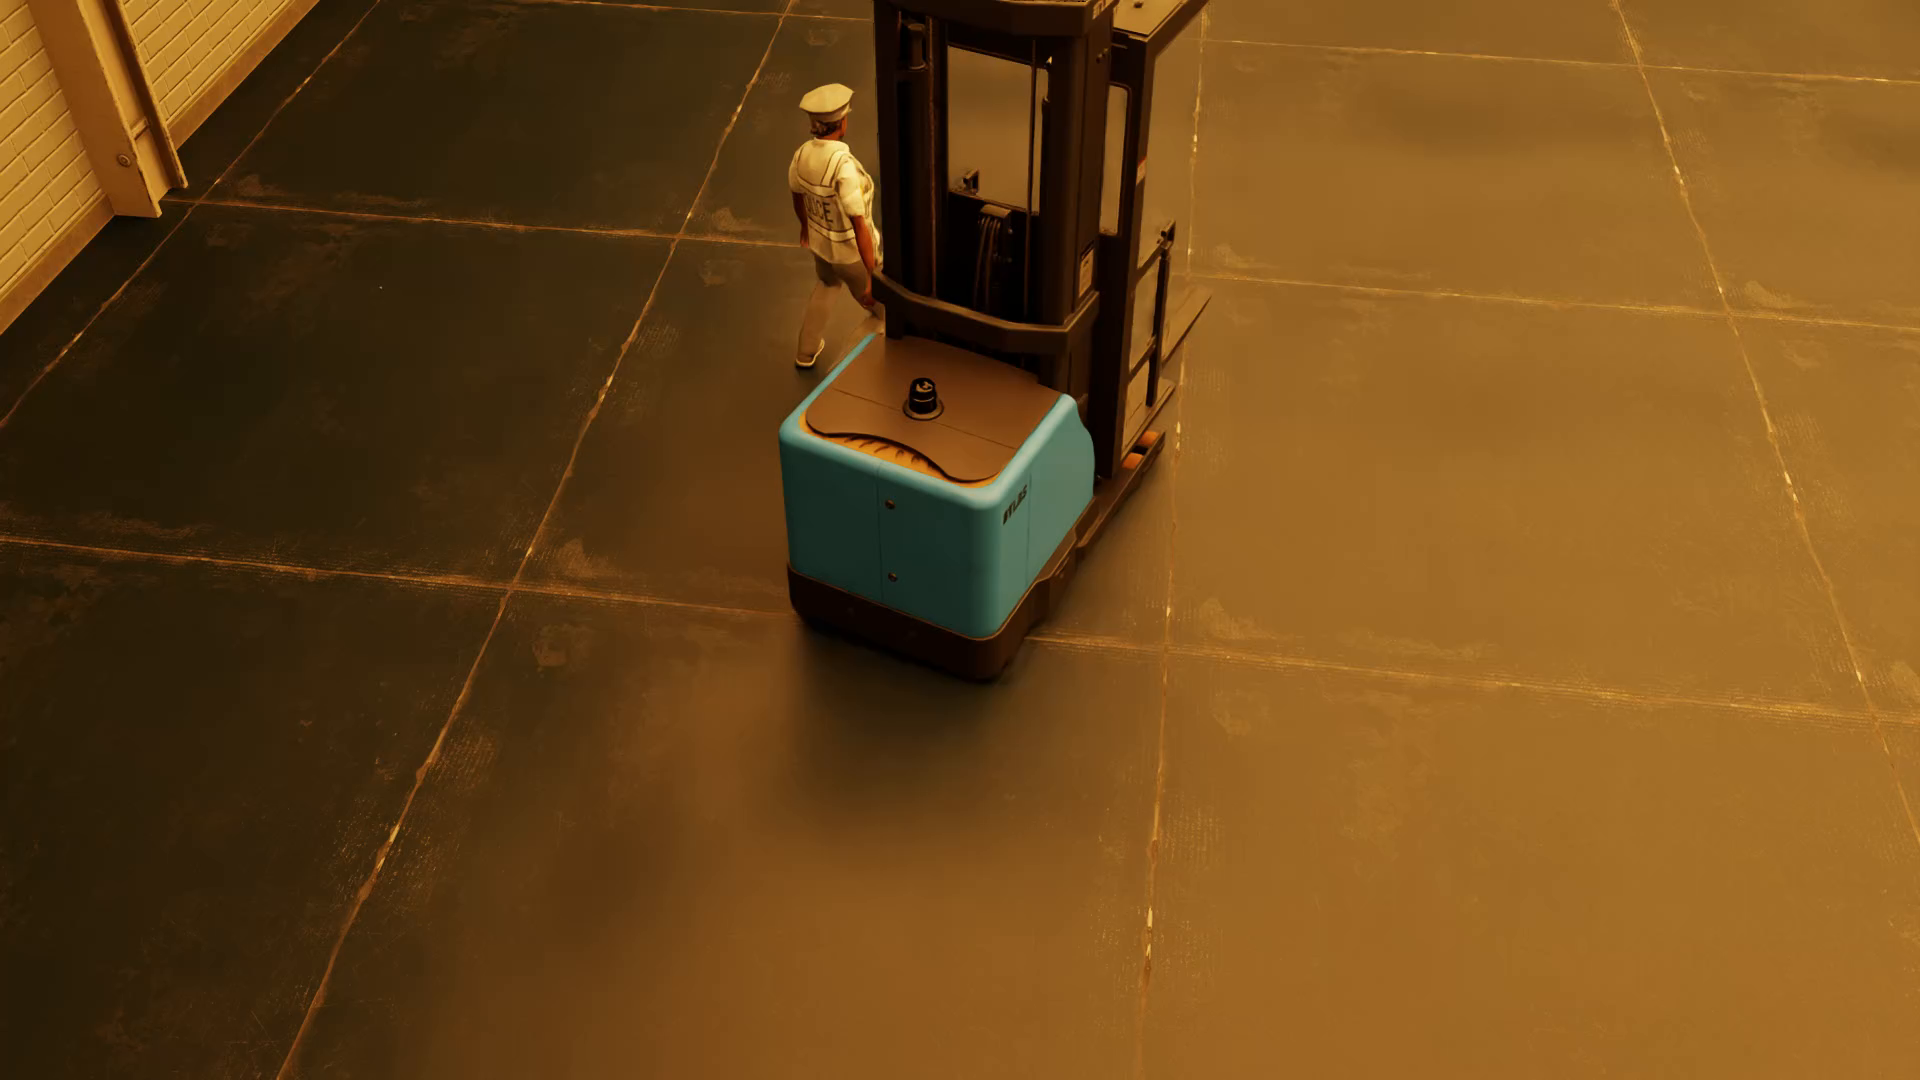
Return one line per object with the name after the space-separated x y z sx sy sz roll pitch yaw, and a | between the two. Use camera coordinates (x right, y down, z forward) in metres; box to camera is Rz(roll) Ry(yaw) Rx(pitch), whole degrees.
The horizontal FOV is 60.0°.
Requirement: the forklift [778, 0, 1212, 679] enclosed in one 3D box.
0.369 -1.476 7.331 1.130 2.935 3.031 20 46 20 | forklift

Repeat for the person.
-0.612 -1.438 8.297 0.468 1.588 0.798 -27 49 -26 | person
